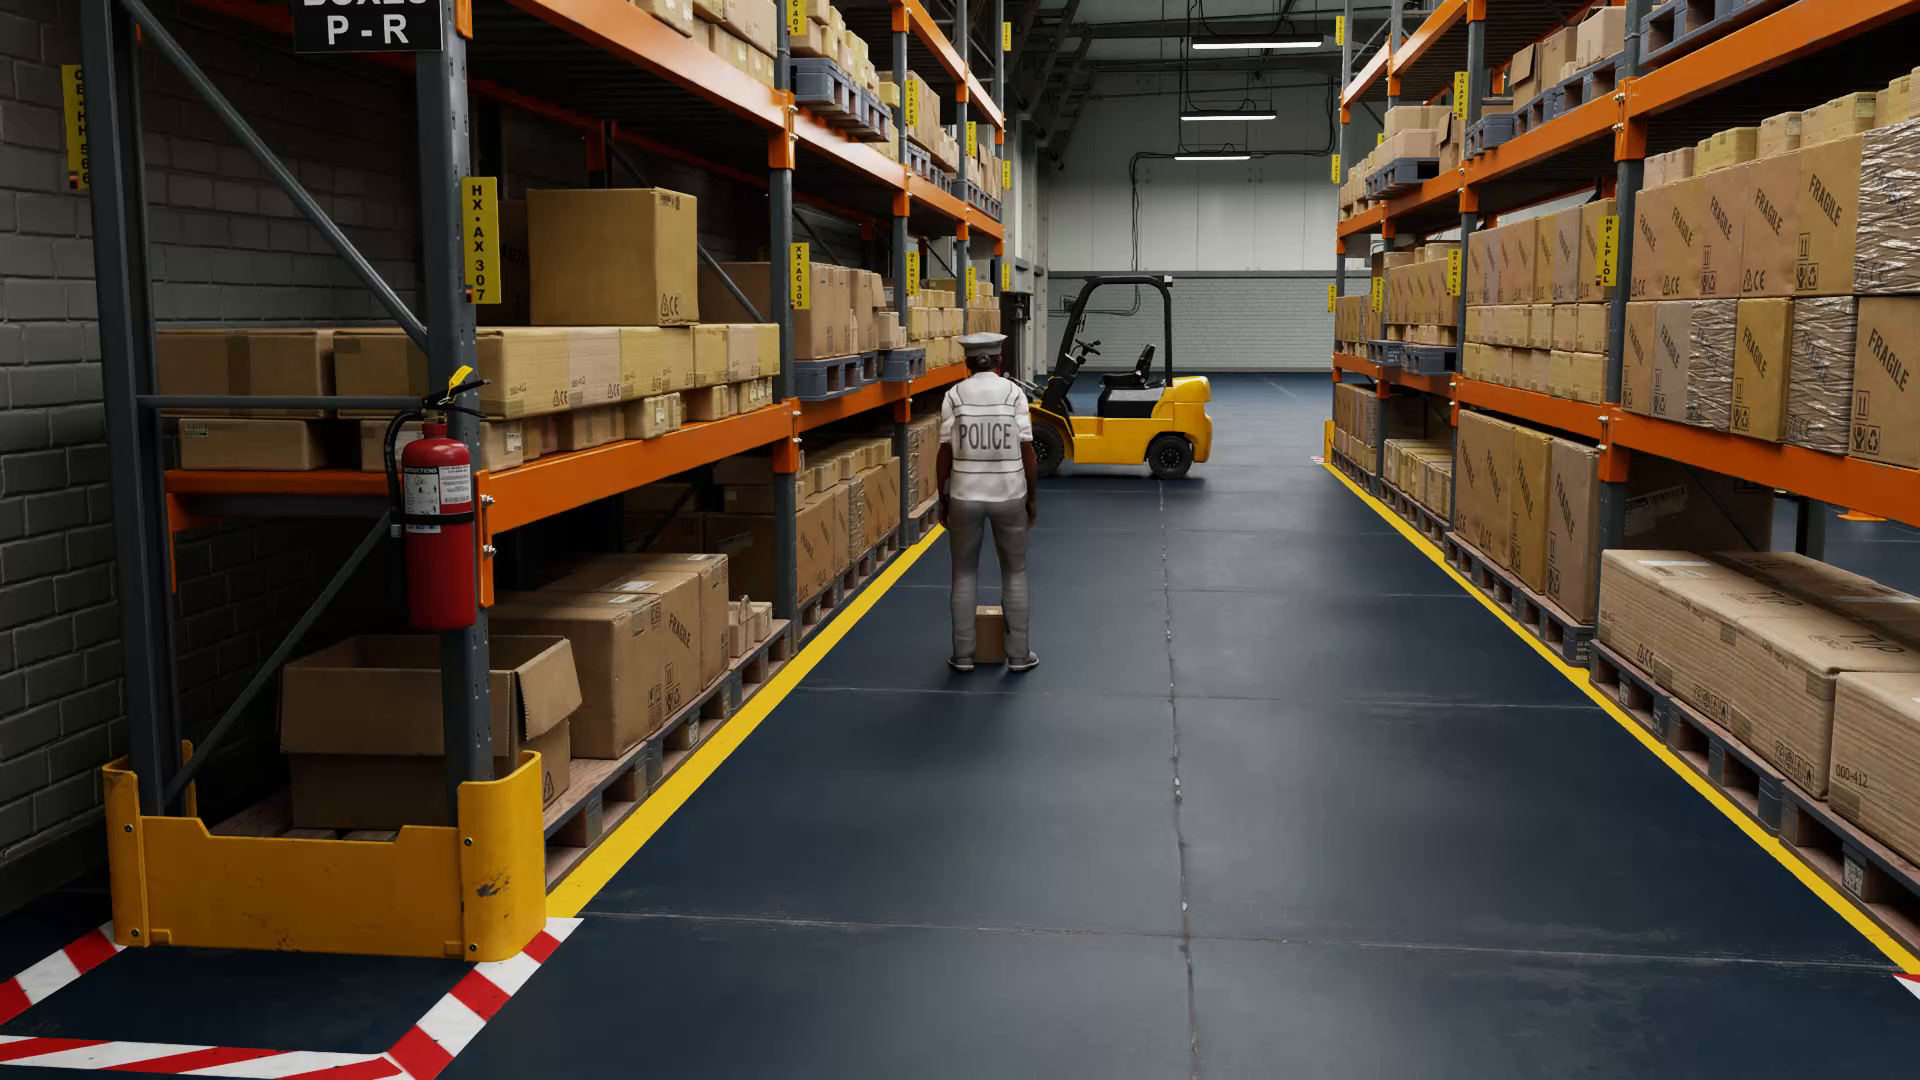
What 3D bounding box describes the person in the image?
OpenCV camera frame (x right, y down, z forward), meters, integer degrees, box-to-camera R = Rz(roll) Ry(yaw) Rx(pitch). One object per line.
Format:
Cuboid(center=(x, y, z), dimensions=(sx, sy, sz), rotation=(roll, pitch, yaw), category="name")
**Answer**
Cuboid(center=(0.138, -0.183, 8.159), dimensions=(0.509, 1.657, 0.393), rotation=(0, 8, 2), category="person")
